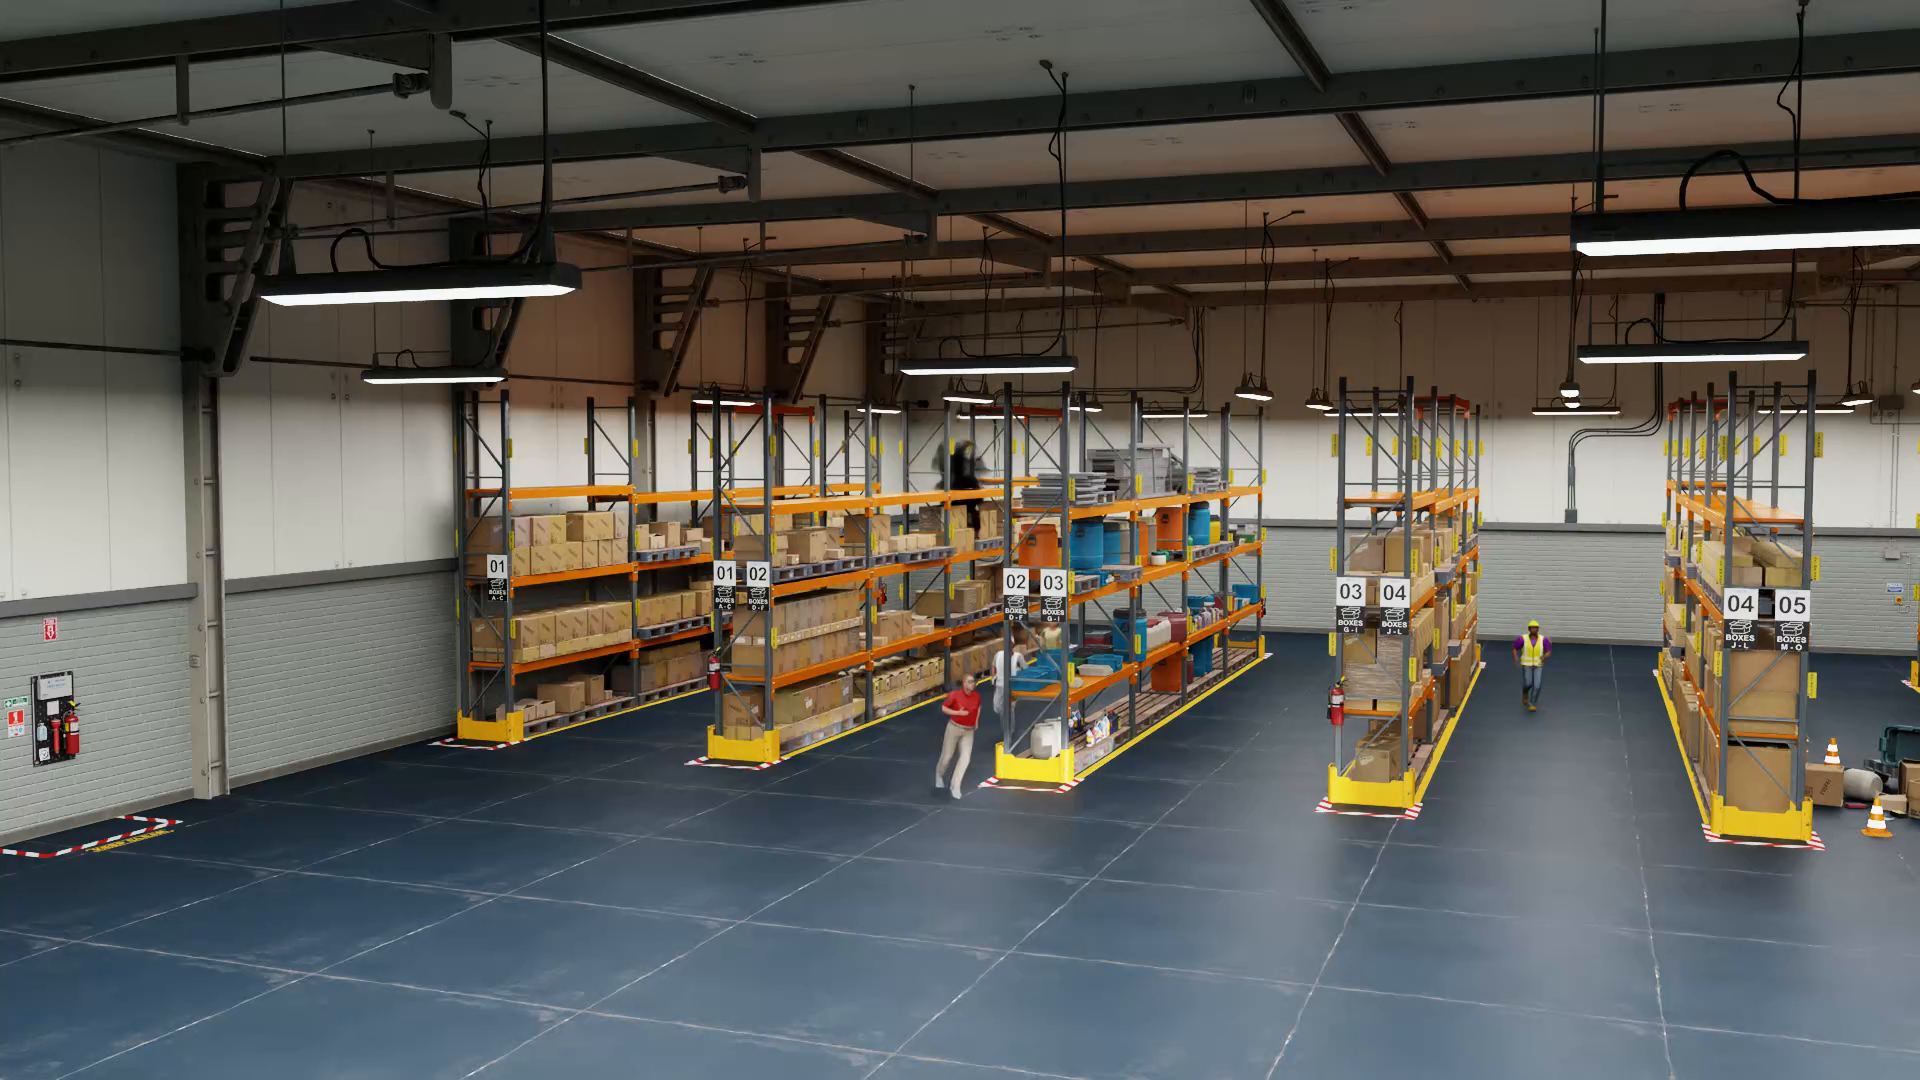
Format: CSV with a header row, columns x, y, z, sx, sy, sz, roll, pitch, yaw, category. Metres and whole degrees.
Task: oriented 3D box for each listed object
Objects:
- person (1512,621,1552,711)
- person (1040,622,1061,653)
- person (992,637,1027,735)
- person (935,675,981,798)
x,y,z,sx,sy,sz,roll,pitch,yaw,category
10.901,2.396,31.660,0.698,1.720,0.575,1,3,12,person
1.857,2.315,33.250,0.577,1.649,0.968,1,3,10,person
0.825,2.540,28.889,0.678,1.733,0.611,1,3,19,person
0.031,2.823,24.215,0.671,1.734,0.859,-1,3,-16,person
